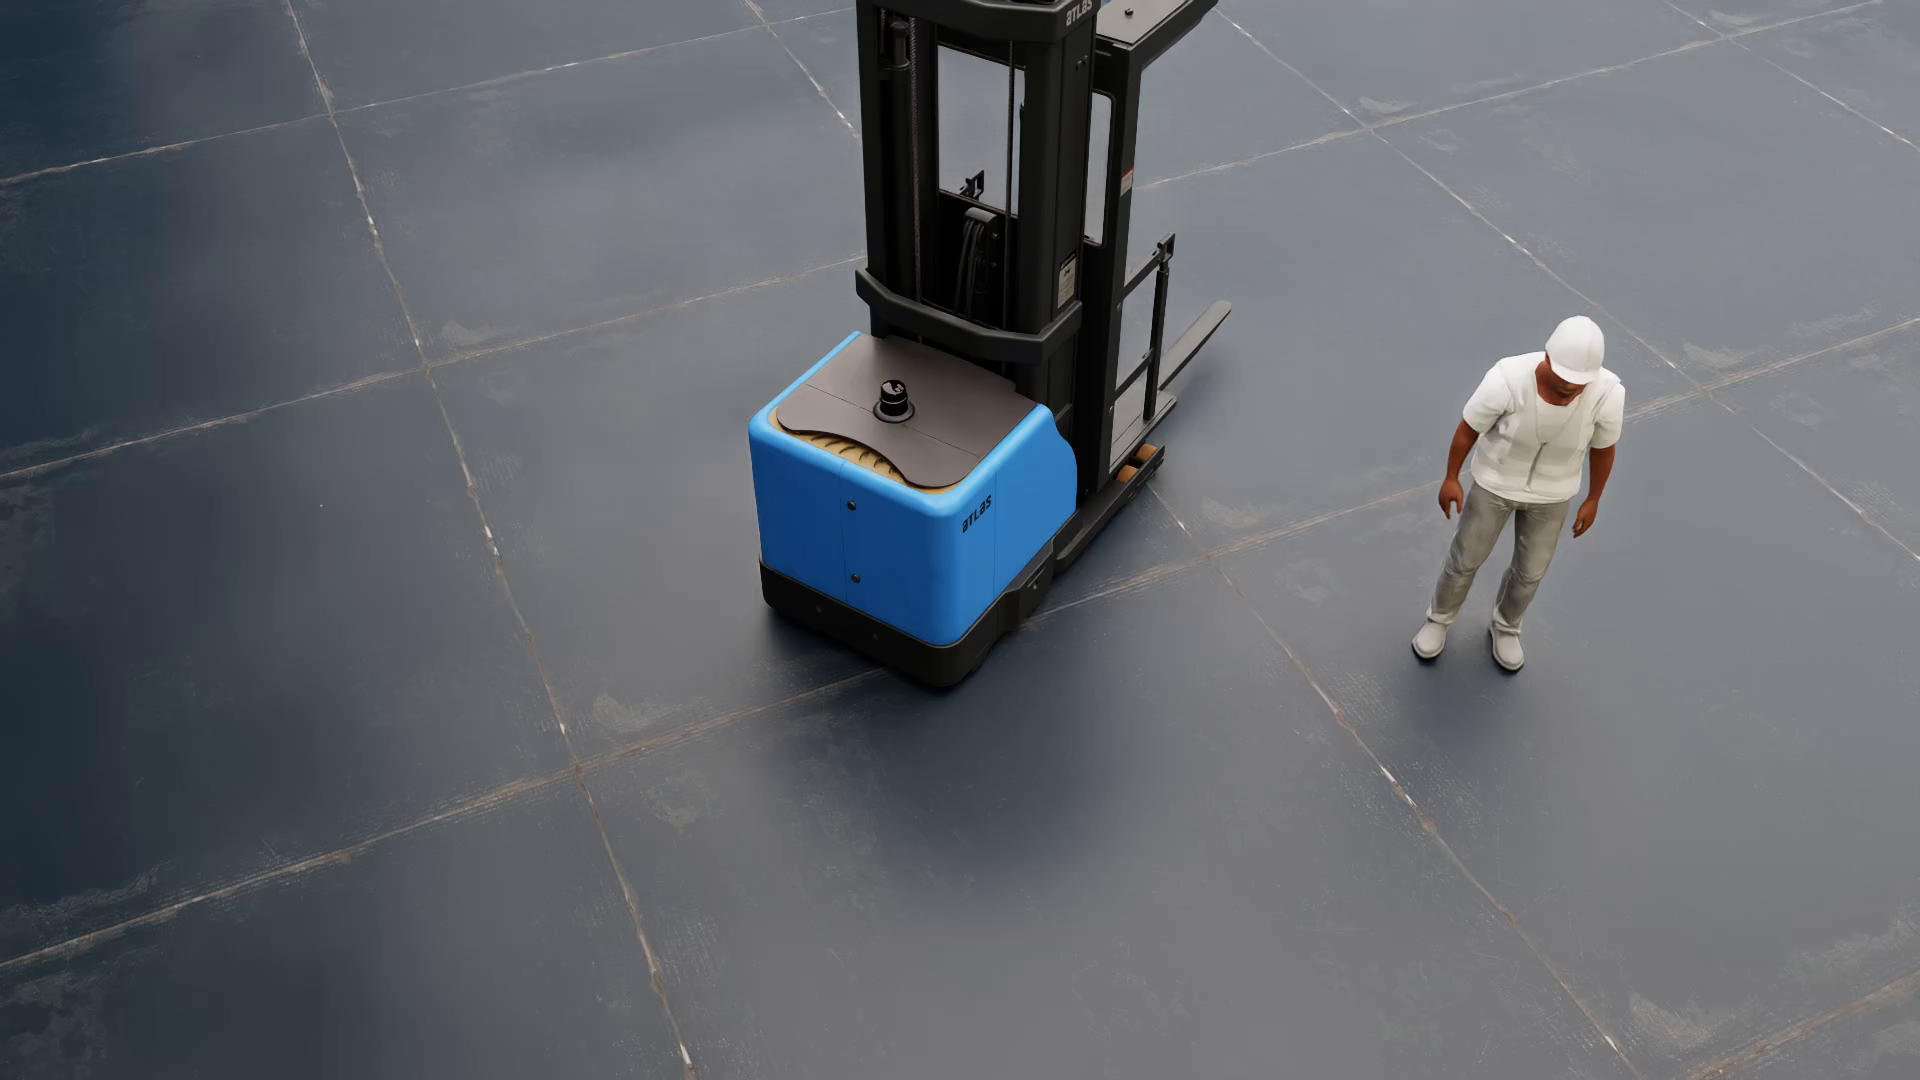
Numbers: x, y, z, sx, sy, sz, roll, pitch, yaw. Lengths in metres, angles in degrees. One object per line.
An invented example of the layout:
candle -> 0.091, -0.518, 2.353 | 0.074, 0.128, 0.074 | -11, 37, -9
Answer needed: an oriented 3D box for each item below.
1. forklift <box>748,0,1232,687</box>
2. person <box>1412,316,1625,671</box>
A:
forklift -> 0.342, -1.428, 7.211 | 1.130, 2.935, 3.031 | 24, 48, 24
person -> 2.282, -0.198, 6.754 | 0.632, 1.759, 0.461 | 9, 44, 9
